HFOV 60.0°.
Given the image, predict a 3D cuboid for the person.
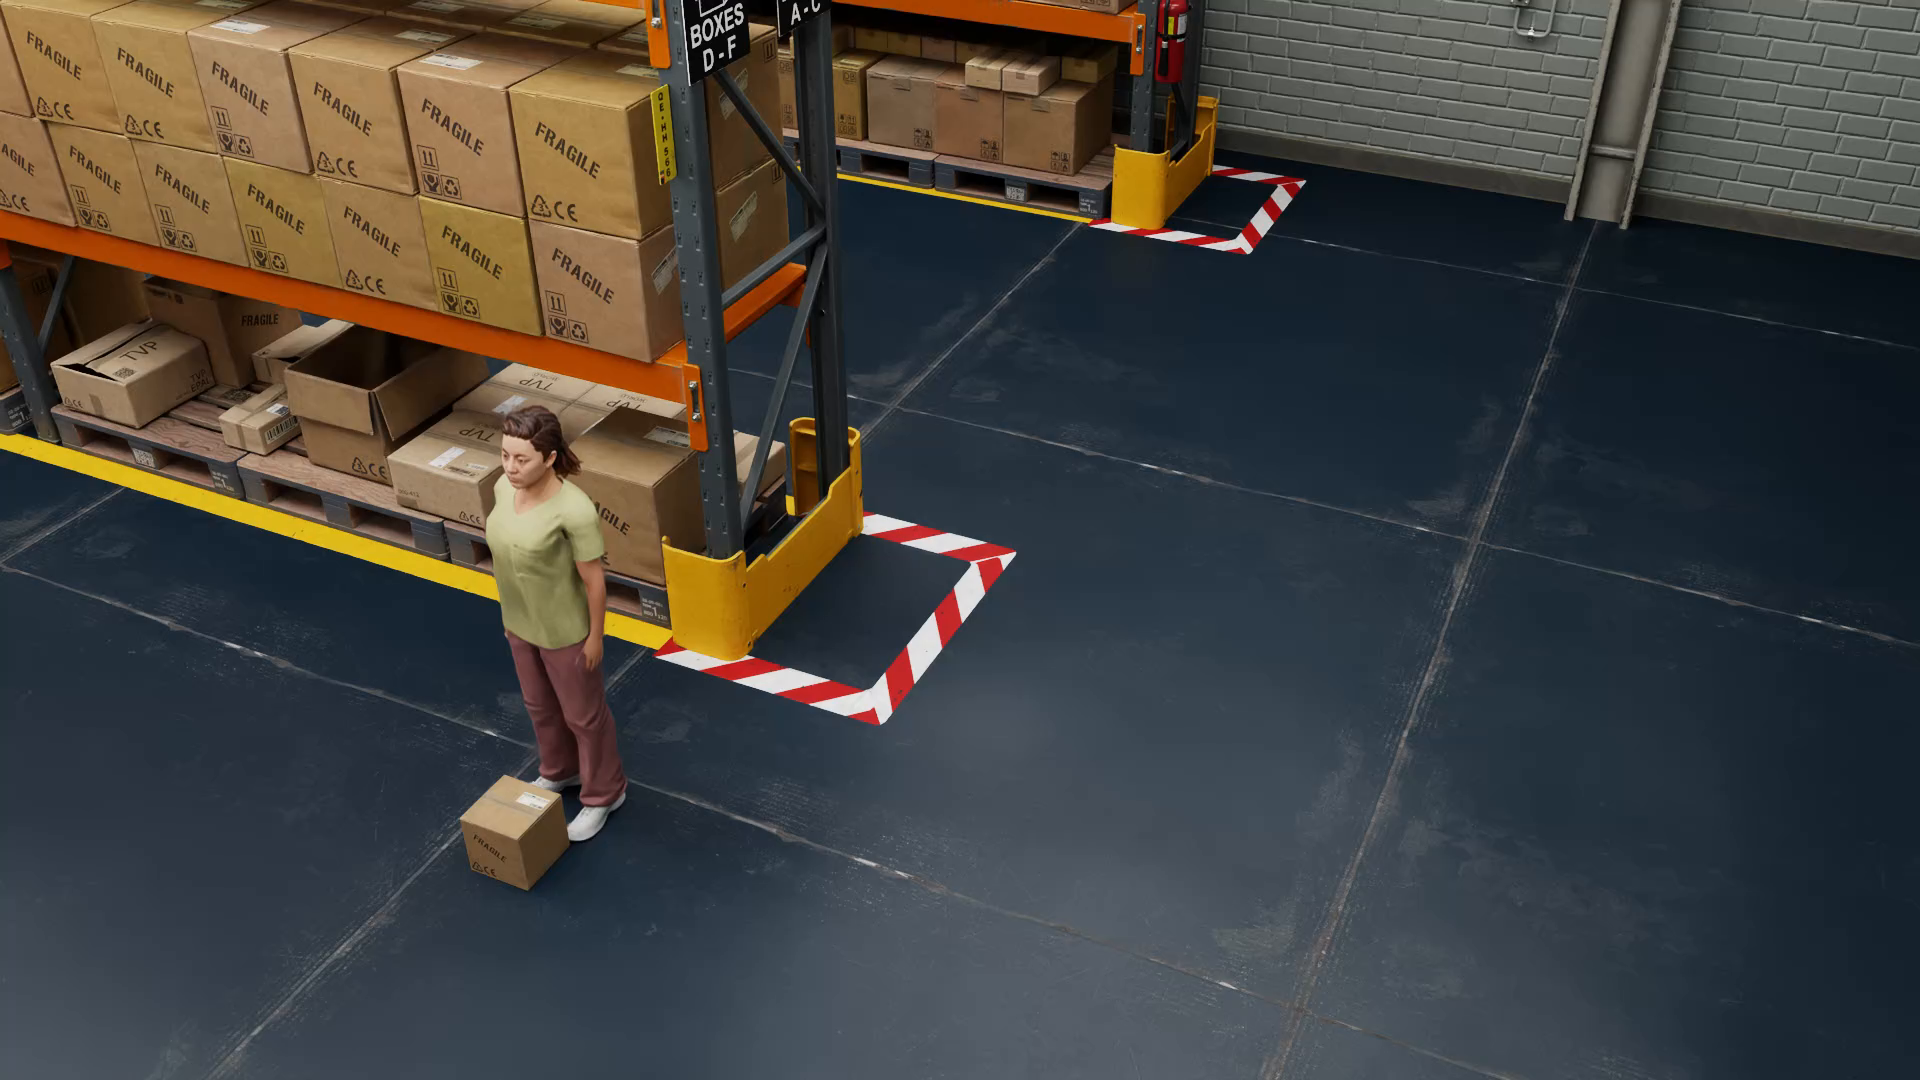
[{"bbox_3d":[-1.391,0.297,5.713,0.457,1.691,0.364,20,39,27],"label":"person"}]
